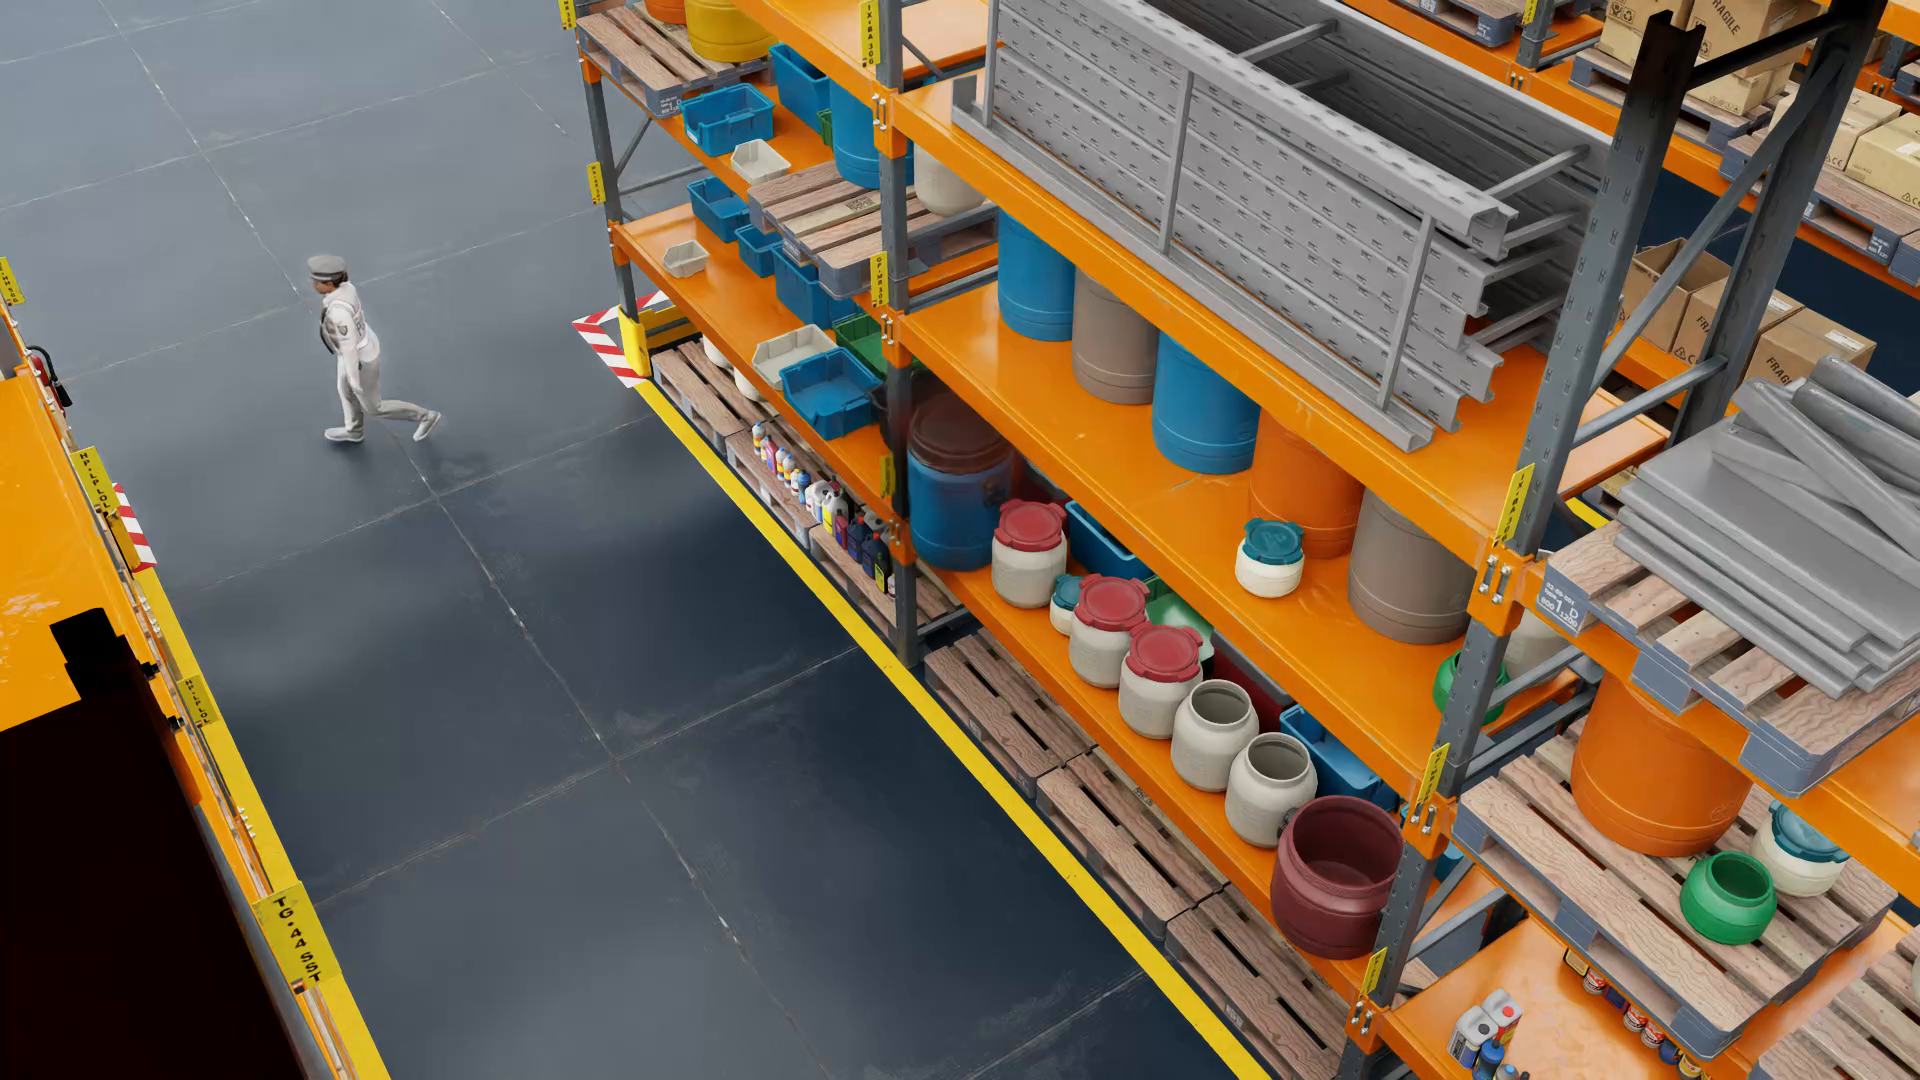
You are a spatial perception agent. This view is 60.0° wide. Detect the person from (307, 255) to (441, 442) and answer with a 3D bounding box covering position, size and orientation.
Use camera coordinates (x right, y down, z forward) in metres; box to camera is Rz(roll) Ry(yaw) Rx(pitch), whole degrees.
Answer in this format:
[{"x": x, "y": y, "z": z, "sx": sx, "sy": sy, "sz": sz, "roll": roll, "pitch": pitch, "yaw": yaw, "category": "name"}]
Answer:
[{"x": -4.324, "y": -1.330, "z": 11.988, "sx": 0.895, "sy": 1.635, "sz": 0.517, "roll": -9, "pitch": 43, "yaw": -10, "category": "person"}]
